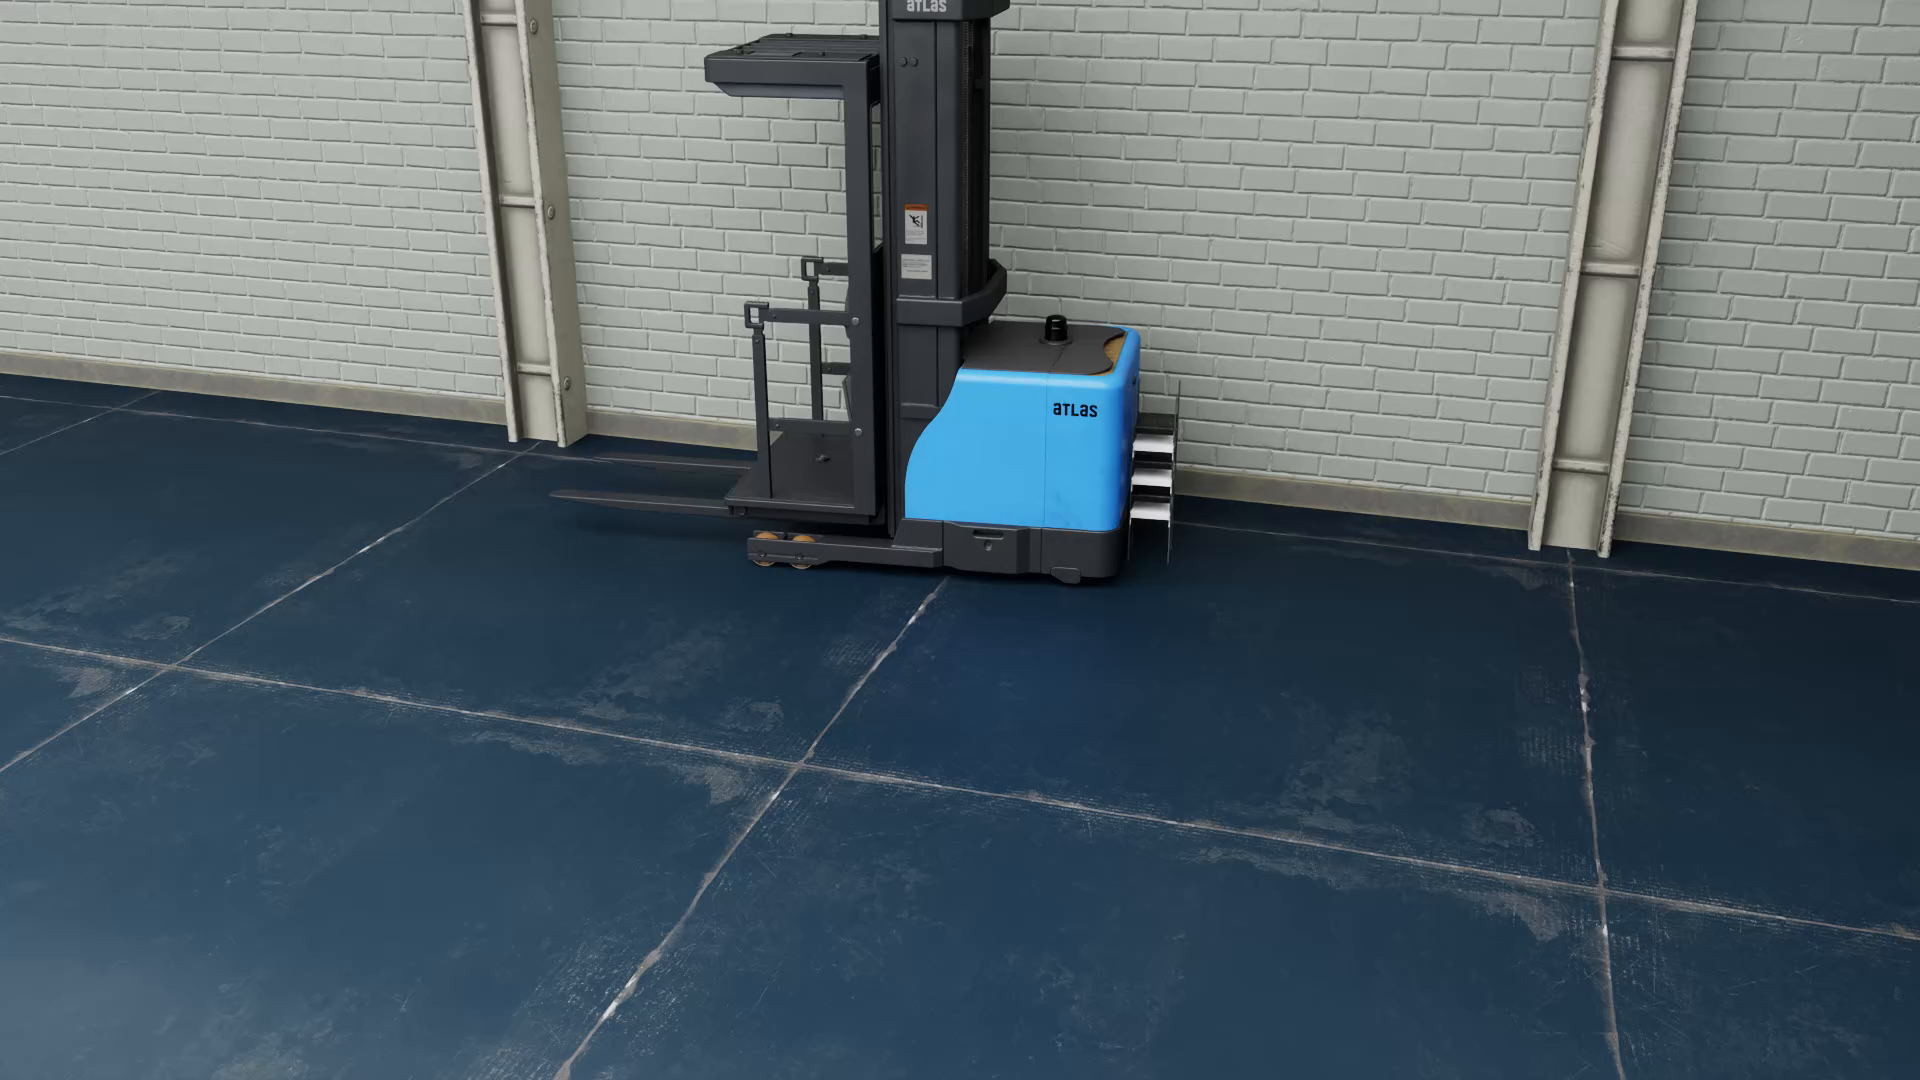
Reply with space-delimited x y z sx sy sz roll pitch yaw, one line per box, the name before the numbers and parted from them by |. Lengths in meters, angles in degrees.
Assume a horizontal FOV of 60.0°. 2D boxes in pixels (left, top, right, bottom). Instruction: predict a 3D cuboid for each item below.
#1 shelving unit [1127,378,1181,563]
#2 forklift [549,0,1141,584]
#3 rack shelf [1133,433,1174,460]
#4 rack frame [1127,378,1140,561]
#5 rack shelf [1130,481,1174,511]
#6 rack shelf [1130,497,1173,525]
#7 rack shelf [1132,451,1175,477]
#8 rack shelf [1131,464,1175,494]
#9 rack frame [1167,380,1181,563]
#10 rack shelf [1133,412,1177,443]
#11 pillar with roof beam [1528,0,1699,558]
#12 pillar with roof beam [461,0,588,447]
shelving unit | 0.983 -0.349 8.435 0.210 0.900 0.258 4 23 10
forklift | -0.619 -1.401 8.324 3.031 2.935 1.130 4 23 10
rack shelf | 0.983 -0.485 8.379 0.200 0.077 0.258 4 23 10
rack frame | 0.883 -0.356 8.453 0.006 0.900 0.240 4 23 10
rack shelf | 0.983 -0.235 8.482 0.200 0.077 0.258 4 23 10
rack shelf | 0.983 -0.152 8.516 0.200 0.077 0.258 4 23 10
rack shelf | 0.983 -0.401 8.413 0.200 0.077 0.258 4 23 10
rack shelf | 0.983 -0.318 8.447 0.200 0.077 0.258 4 23 10
rack frame | 1.083 -0.342 8.417 0.006 0.900 0.240 4 23 10
rack shelf | 0.983 -0.568 8.345 0.200 0.077 0.258 4 23 10
pillar with roof beam | 1.950 -2.585 3.214 0.400 9.000 9.100 7 23 16
pillar with roof beam | -3.795 -3.243 4.818 0.400 9.000 9.100 7 23 16
